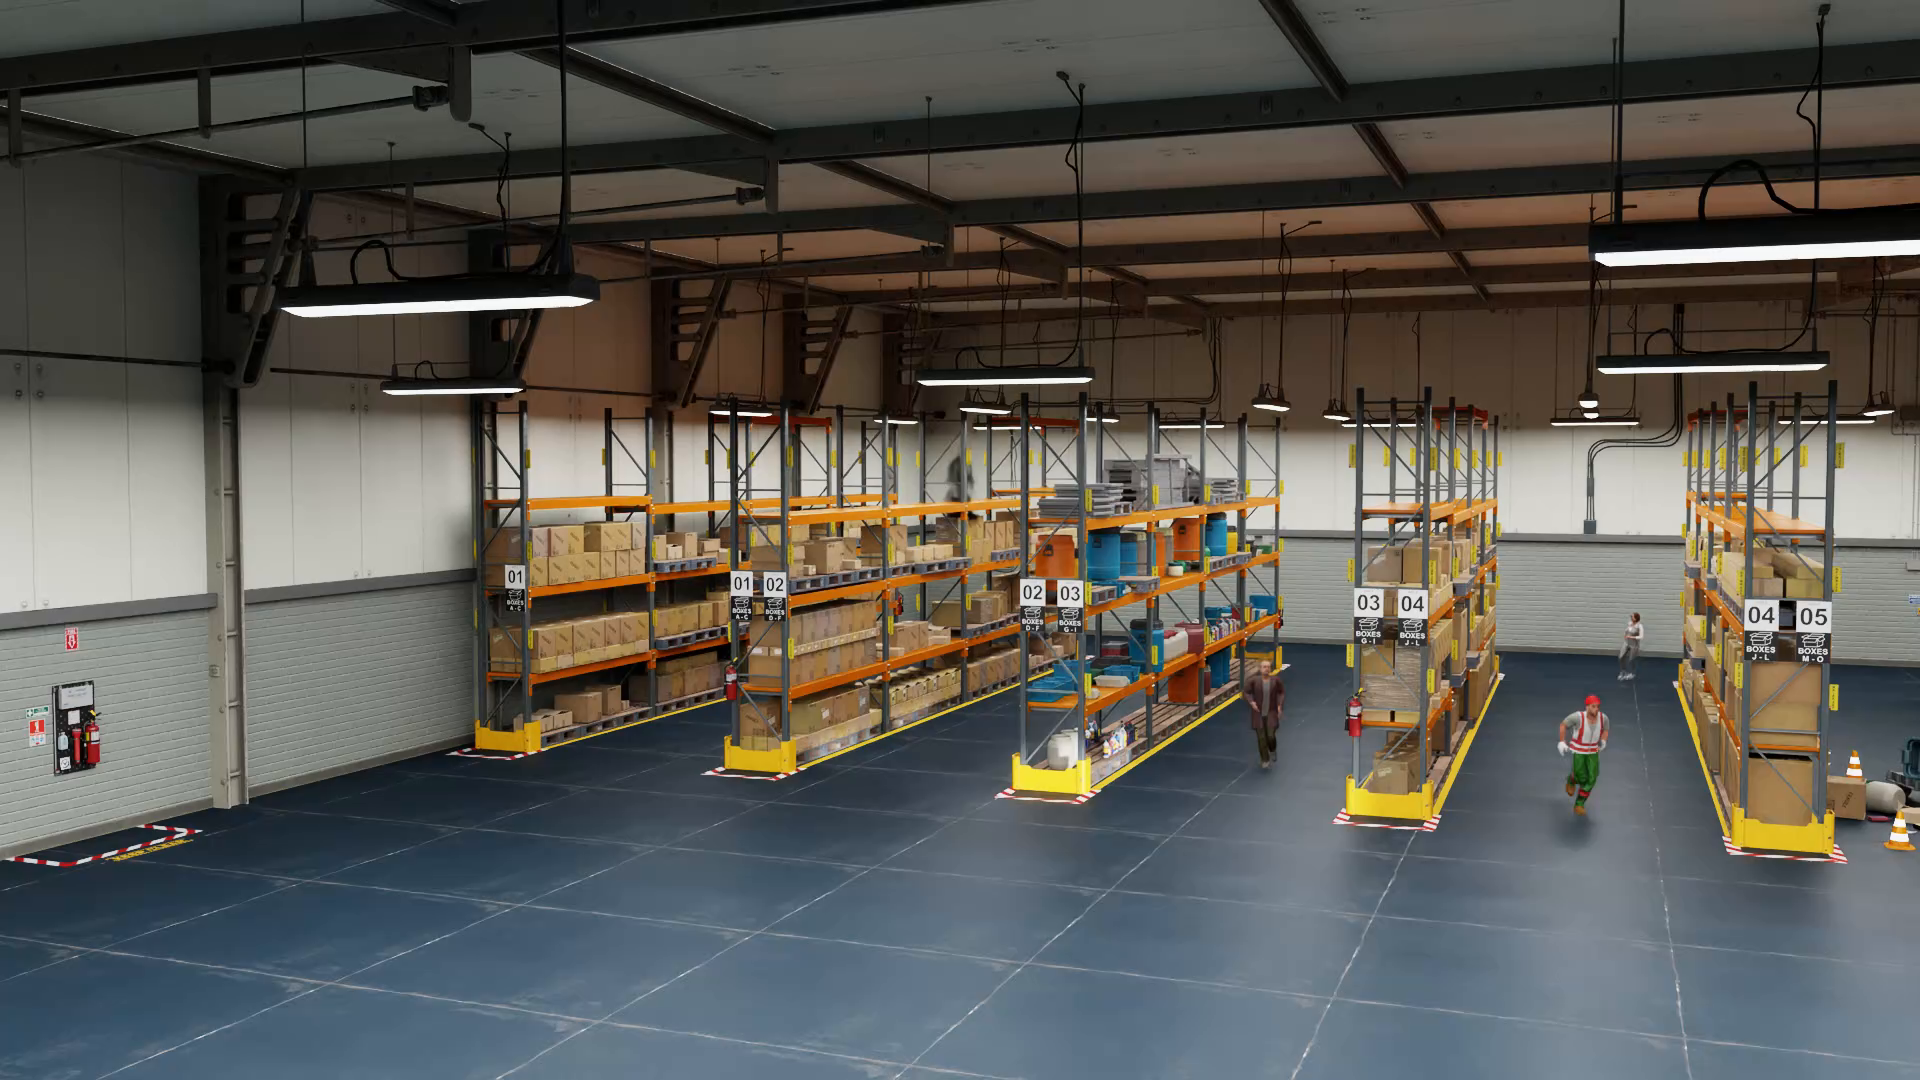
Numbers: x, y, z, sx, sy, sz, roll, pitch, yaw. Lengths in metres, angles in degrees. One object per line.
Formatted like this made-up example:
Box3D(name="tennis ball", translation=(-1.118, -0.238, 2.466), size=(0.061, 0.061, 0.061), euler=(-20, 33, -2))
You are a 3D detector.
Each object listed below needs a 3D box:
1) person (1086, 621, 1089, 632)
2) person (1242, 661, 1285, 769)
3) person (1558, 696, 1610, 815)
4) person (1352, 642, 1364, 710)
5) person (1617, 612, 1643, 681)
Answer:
Box3D(name="person", translation=(3.141, 1.983, 44.061), size=(0.632, 1.740, 0.579), euler=(-2, 3, -32))
Box3D(name="person", translation=(4.923, 2.826, 26.941), size=(0.701, 1.750, 0.677), euler=(0, 3, 6))
Box3D(name="person", translation=(8.828, 3.019, 23.526), size=(0.654, 1.711, 0.770), euler=(0, 3, -9))
Box3D(name="person", translation=(8.029, 2.617, 33.122), size=(0.592, 1.576, 0.664), euler=(1, 3, 16))
Box3D(name="person", translation=(15.135, 2.409, 37.376), size=(0.644, 1.601, 0.591), euler=(-2, 3, -36))
